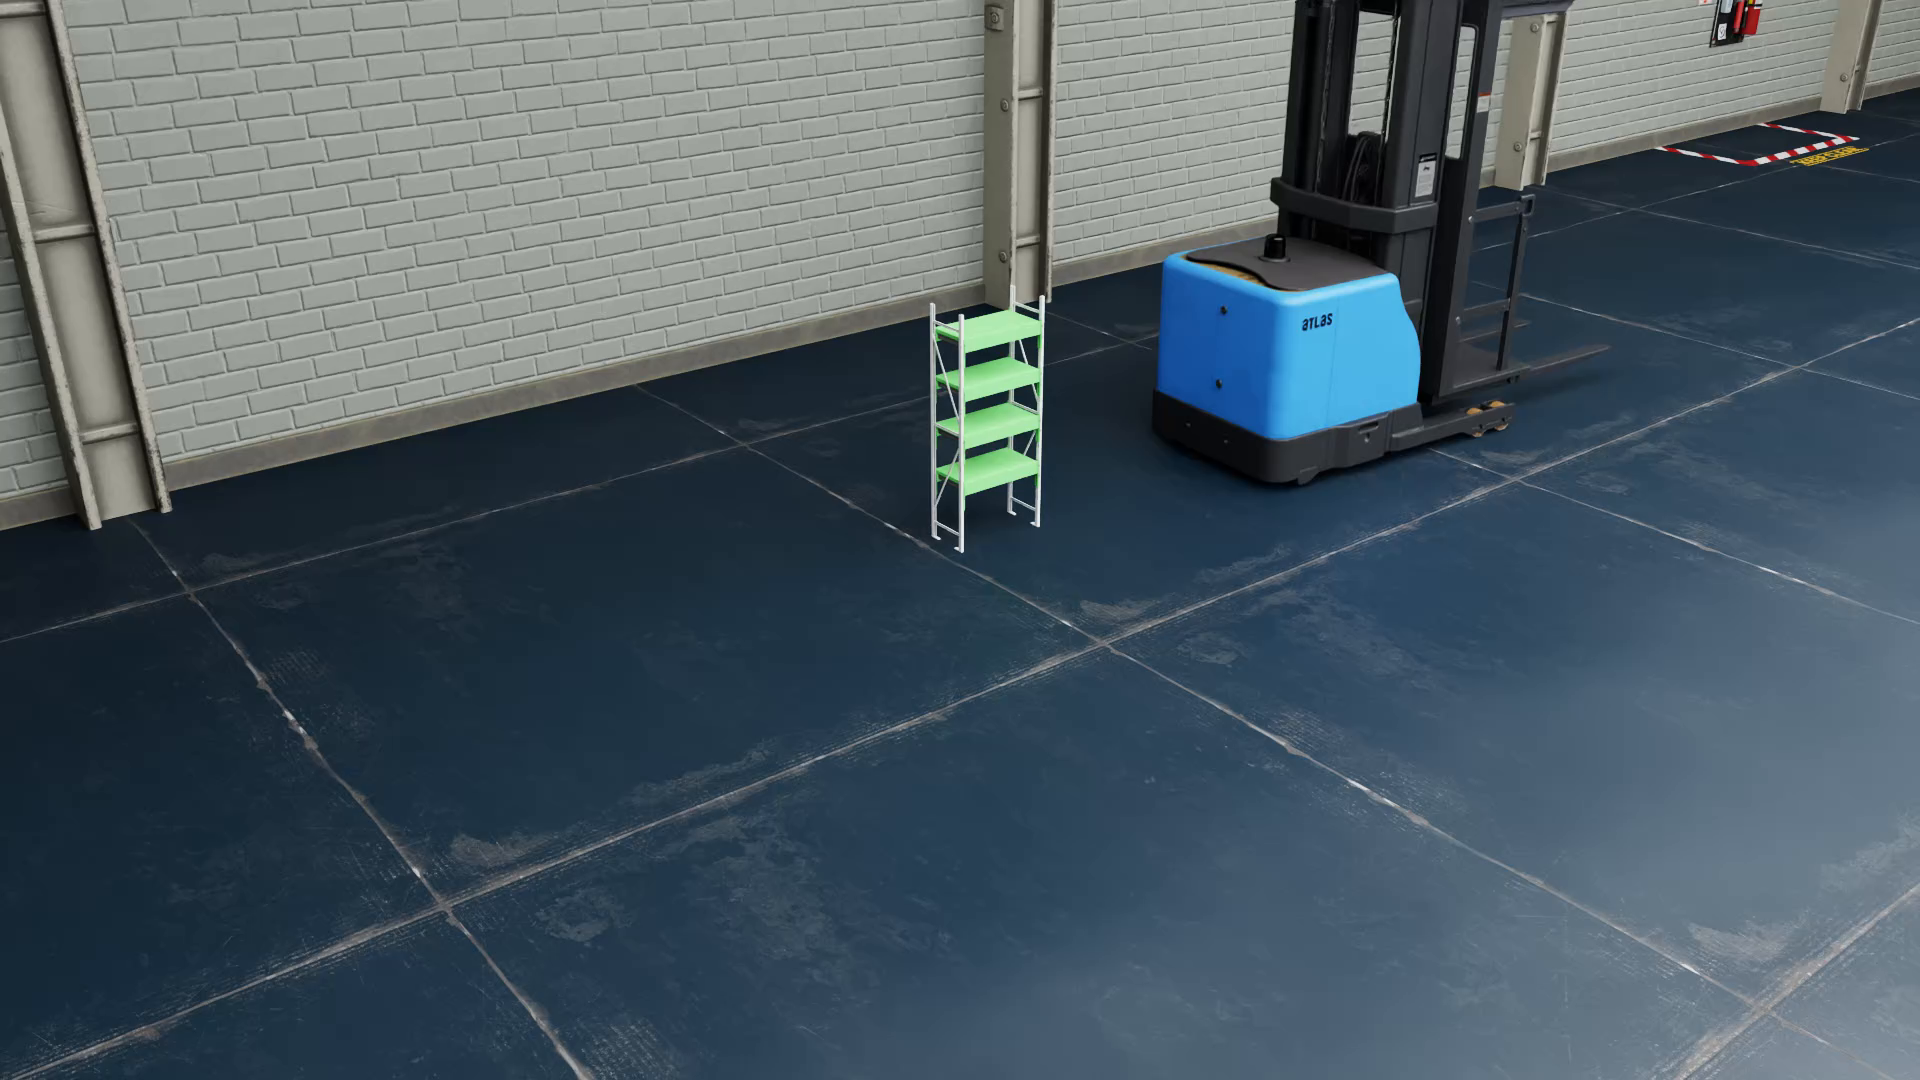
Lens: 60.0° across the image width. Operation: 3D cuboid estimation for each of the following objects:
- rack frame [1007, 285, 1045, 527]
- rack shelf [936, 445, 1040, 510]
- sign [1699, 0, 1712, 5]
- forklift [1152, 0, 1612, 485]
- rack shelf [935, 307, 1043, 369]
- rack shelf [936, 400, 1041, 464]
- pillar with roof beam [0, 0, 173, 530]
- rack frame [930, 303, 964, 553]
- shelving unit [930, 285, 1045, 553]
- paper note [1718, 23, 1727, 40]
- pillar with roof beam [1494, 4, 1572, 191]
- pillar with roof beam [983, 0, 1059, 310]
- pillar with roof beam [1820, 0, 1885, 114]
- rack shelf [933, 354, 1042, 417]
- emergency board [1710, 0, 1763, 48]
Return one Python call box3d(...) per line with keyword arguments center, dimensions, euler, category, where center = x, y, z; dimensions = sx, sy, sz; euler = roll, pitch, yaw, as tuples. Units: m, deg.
box3d(center=(0.322, -0.651, 8.227), dimensions=(0.015, 1.200, 0.240), euler=(-18, 31, -34), category="rack frame")
box3d(center=(0.130, -0.312, 8.218), dimensions=(0.480, 0.148, 0.258), euler=(-18, 31, -34), category="rack shelf")
box3d(center=(7.386, -5.465, 16.420), dimensions=(0.234, 0.329, 0.001), euler=(-18, 31, -34), category="sign")
box3d(center=(2.596, -2.084, 9.260), dimensions=(3.031, 2.935, 1.130), euler=(-16, 29, -30), category="forklift")
box3d(center=(0.130, -0.965, 7.915), dimensions=(0.480, 0.148, 0.258), euler=(-18, 31, -34), category="rack shelf")
box3d(center=(0.130, -0.529, 8.117), dimensions=(0.480, 0.148, 0.258), euler=(-18, 31, -34), category="rack shelf")
box3d(center=(-1.655, -2.807, 3.609), dimensions=(0.400, 9.000, 9.100), euler=(-18, 31, -34), category="pillar with roof beam")
box3d(center=(-0.062, -0.524, 7.953), dimensions=(0.015, 1.200, 0.240), euler=(-18, 31, -34), category="rack frame")
box3d(center=(0.130, -0.587, 8.090), dimensions=(0.503, 1.200, 0.258), euler=(-18, 31, -34), category="shelving unit")
box3d(center=(7.703, -5.136, 16.799), dimensions=(0.142, 0.148, 0.016), euler=(-18, 31, -34), category="paper note")
box3d(center=(7.788, -5.924, 10.325), dimensions=(0.400, 9.000, 9.100), euler=(-18, 31, -34), category="pillar with roof beam")
box3d(center=(3.067, -4.366, 6.967), dimensions=(0.400, 9.000, 9.100), euler=(-18, 31, -34), category="pillar with roof beam")
box3d(center=(12.510, -7.483, 13.683), dimensions=(0.400, 9.000, 9.100), euler=(-18, 31, -34), category="pillar with roof beam")
box3d(center=(0.130, -0.747, 8.016), dimensions=(0.480, 0.148, 0.258), euler=(-18, 31, -34), category="rack shelf")
box3d(center=(7.885, -5.558, 16.663), dimensions=(0.643, 1.169, 0.194), euler=(-18, 31, -34), category="emergency board")
